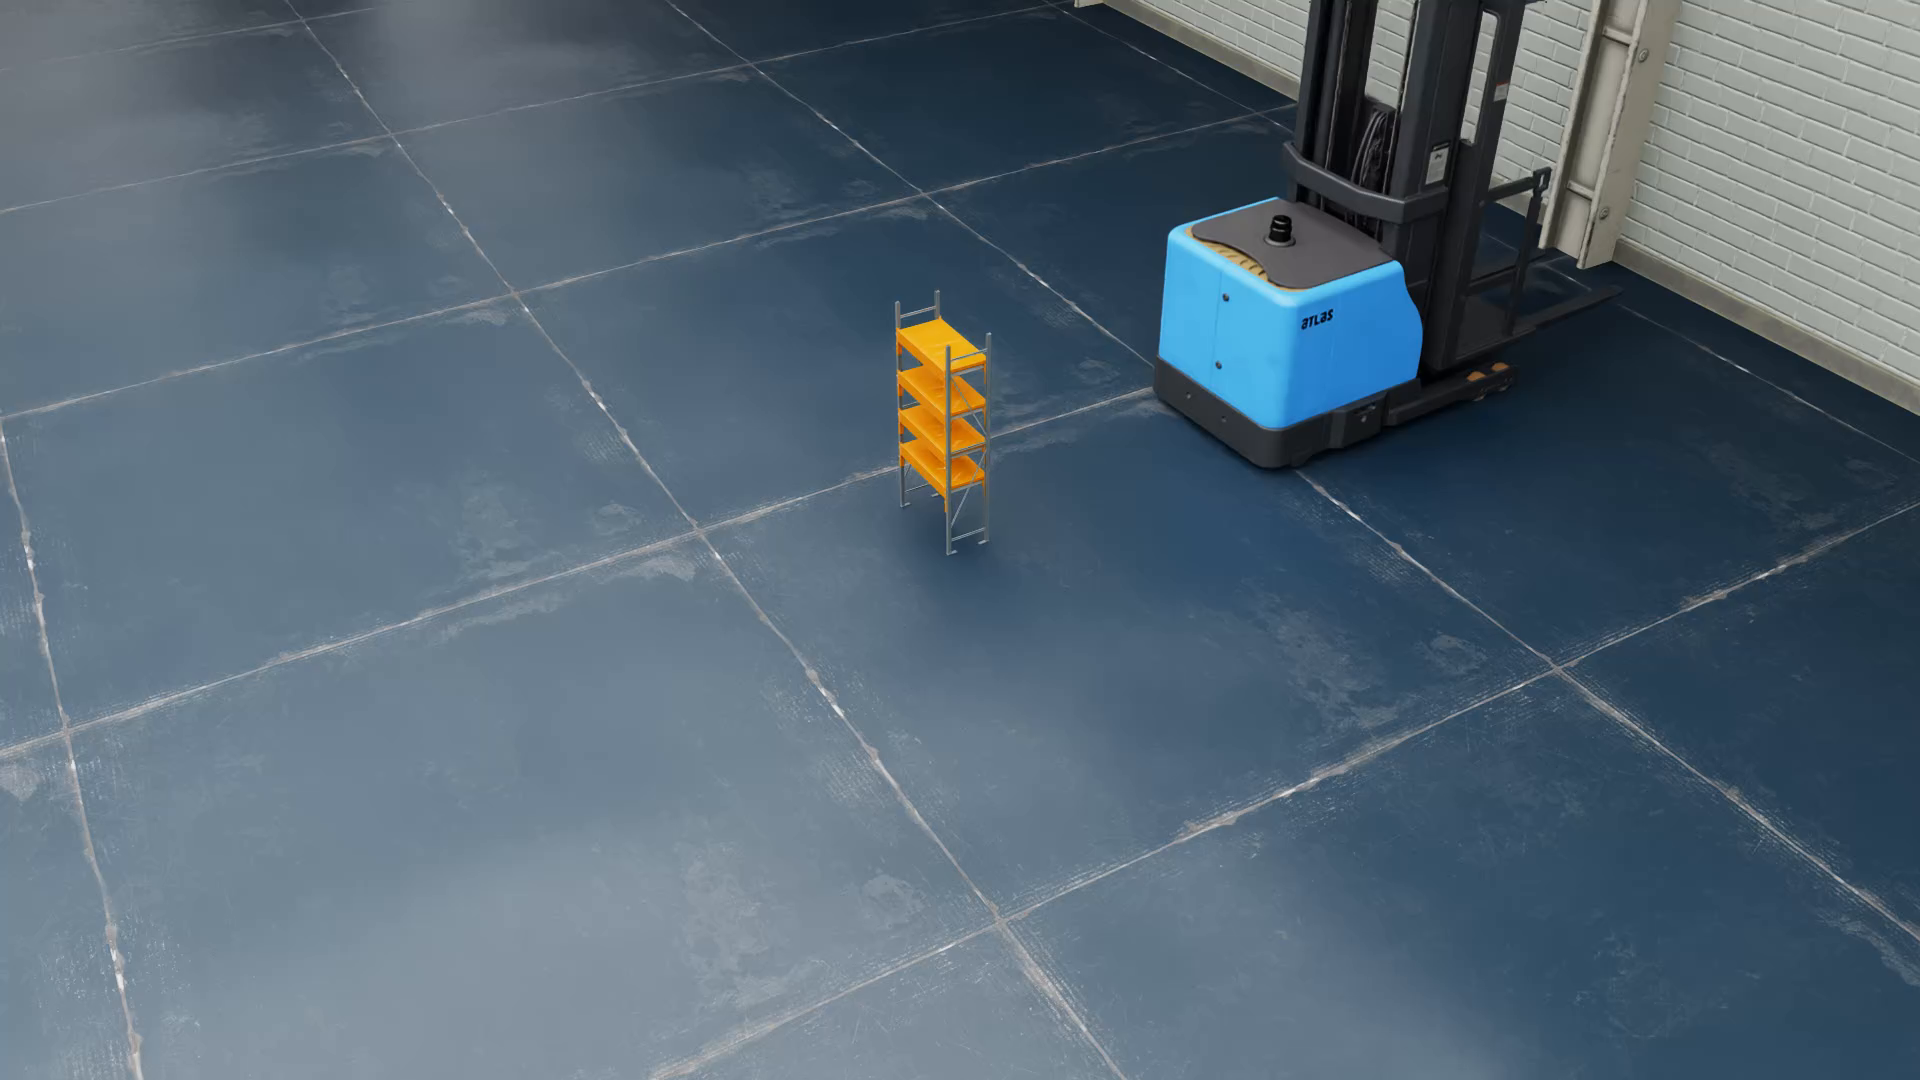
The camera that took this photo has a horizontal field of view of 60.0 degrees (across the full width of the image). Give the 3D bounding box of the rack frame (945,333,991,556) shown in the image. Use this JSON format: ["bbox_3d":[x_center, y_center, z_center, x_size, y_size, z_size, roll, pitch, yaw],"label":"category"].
[{"bbox_3d":[0.039,-0.445,8.069,0.240,1.200,0.015,-19,40,-24],"label":"rack frame"}]

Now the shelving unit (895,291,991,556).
[{"bbox_3d":[-0.083,-0.569,8.239,0.258,1.200,0.503,-19,40,-24],"label":"shelving unit"}]

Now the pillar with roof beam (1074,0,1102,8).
[{"bbox_3d":[-2.623,-7.337,10.894,9.100,9.000,0.400,-19,40,-24],"label":"pillar with roof beam"}]

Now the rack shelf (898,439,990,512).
[{"bbox_3d":[-0.083,-0.354,8.396,0.258,0.148,0.480,-19,40,-24],"label":"rack shelf"}]

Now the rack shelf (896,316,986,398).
[{"bbox_3d":[-0.083,-0.886,8.007,0.258,0.148,0.480,-19,40,-24],"label":"rack shelf"}]

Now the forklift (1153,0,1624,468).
[{"bbox_3d":[2.625,-2.226,9.040,3.031,2.935,1.130,-21,41,-26],"label":"forklift"}]

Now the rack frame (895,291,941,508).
[{"bbox_3d":[-0.206,-0.693,8.409,0.240,1.200,0.015,-19,40,-24],"label":"rack frame"}]

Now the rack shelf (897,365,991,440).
[{"bbox_3d":[-0.083,-0.695,8.147,0.258,0.148,0.480,-19,40,-24],"label":"rack shelf"}]

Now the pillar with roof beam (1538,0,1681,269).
[{"bbox_3d":[0.392,-4.278,6.705,9.100,9.000,0.400,-19,40,-24],"label":"pillar with roof beam"}]

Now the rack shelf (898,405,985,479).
[{"bbox_3d":[-0.083,-0.515,8.279,0.258,0.148,0.480,-19,40,-24],"label":"rack shelf"}]
